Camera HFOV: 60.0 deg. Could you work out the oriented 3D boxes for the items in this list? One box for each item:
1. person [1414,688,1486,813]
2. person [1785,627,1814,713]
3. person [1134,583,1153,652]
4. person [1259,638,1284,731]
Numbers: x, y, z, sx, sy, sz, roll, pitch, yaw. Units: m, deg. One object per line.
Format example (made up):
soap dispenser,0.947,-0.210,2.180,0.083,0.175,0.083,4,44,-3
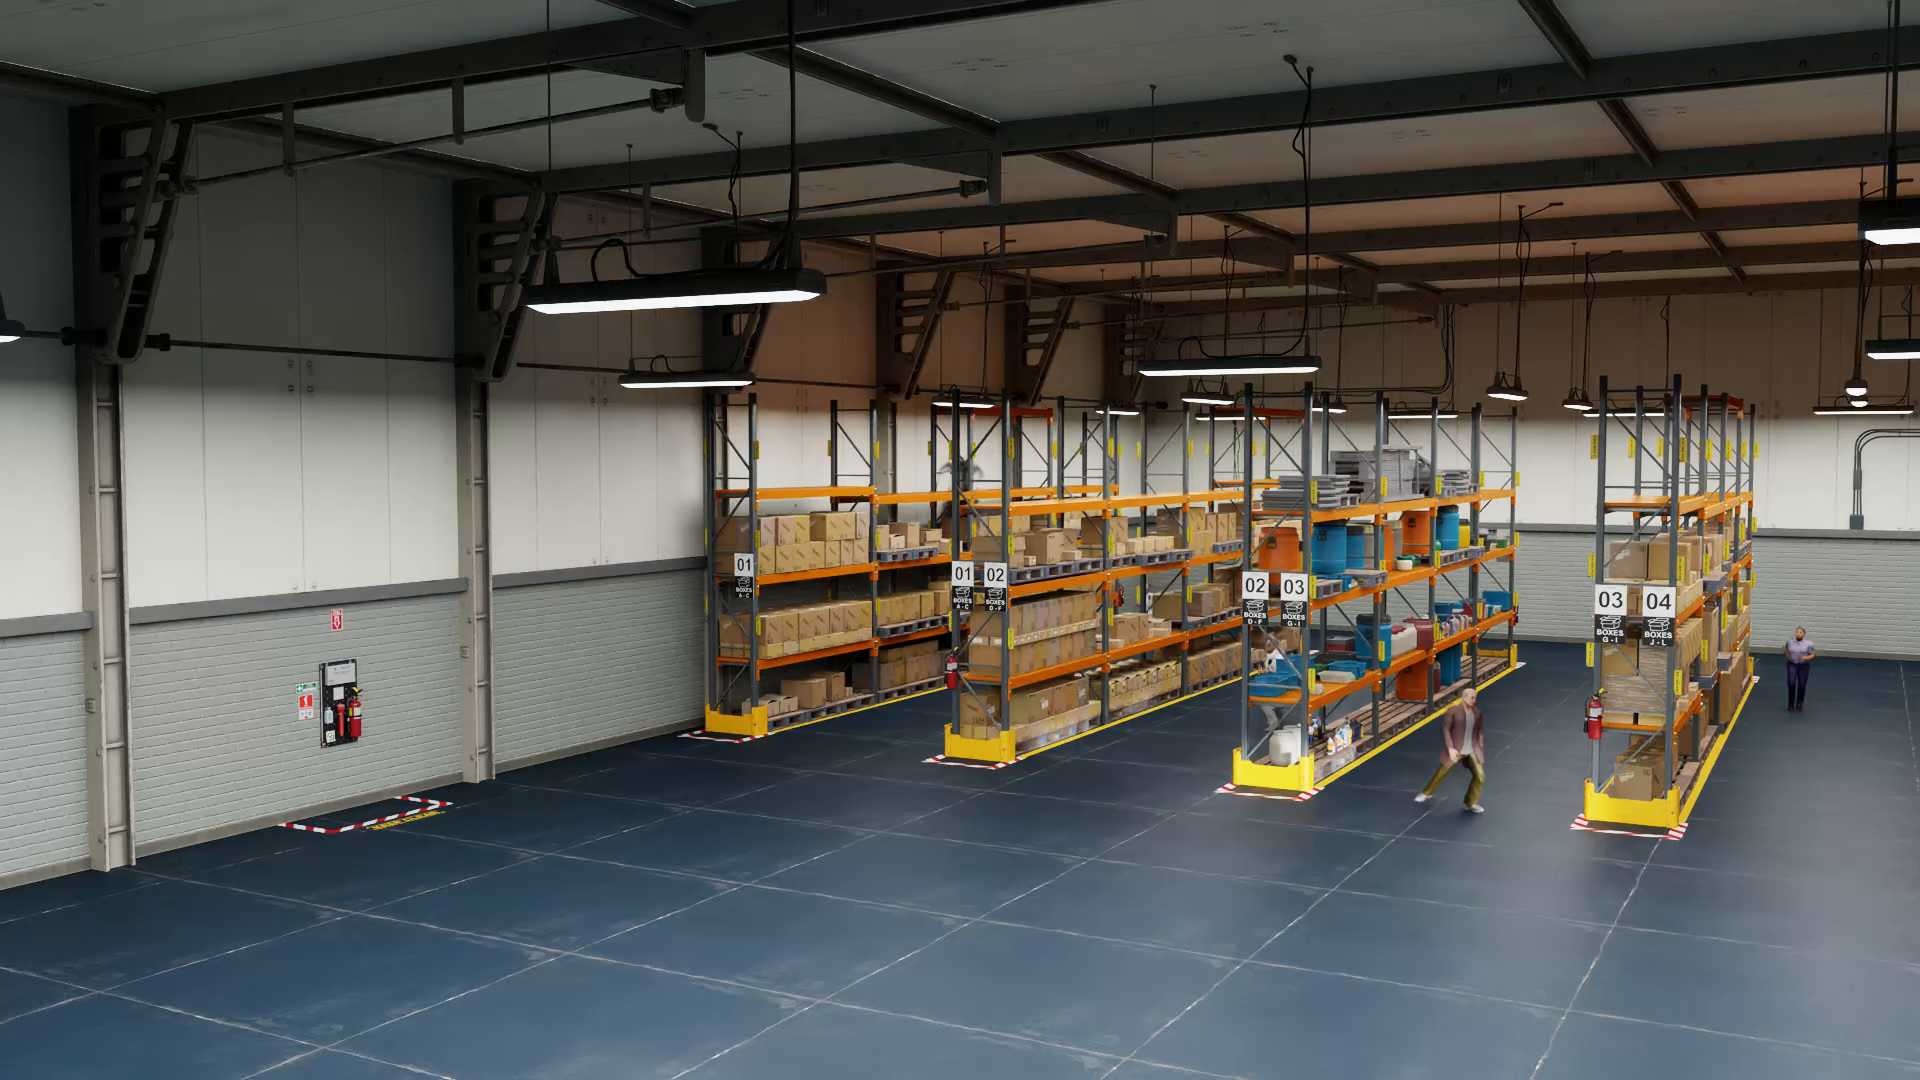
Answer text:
person,6.834,2.891,23.118,0.892,1.709,0.755,0,3,-7
person,16.075,2.483,31.851,0.494,1.665,0.801,1,3,24
person,4.647,1.913,41.410,0.552,1.740,0.861,2,3,27
person,5.647,2.570,29.784,0.672,1.717,0.782,-2,4,-28
